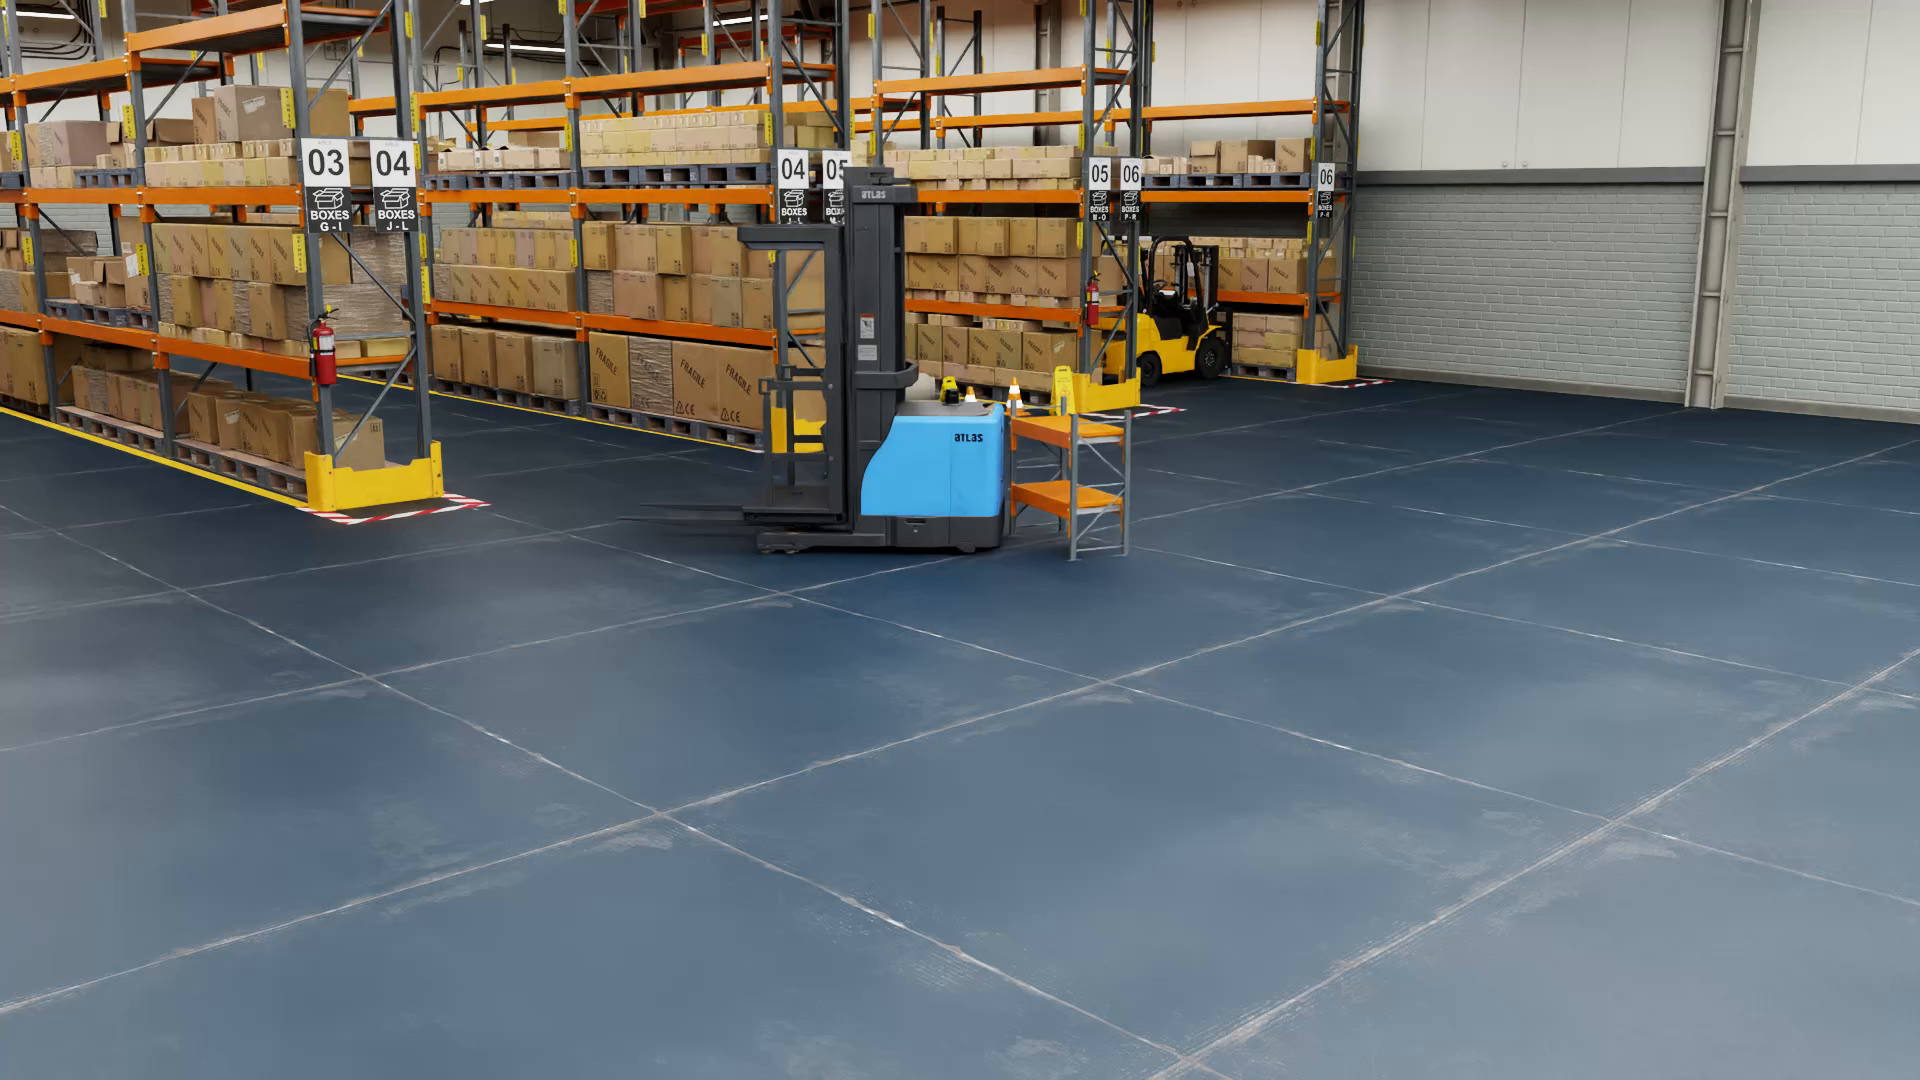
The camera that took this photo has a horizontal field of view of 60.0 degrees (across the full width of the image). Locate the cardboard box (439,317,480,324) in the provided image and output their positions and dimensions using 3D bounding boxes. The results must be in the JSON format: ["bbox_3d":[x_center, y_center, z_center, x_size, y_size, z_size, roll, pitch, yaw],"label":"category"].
[{"bbox_3d":[-7.409,-3.135,24.488,0.500,0.250,0.500,11,16,43],"label":"cardboard box"}]

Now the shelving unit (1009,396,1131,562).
[{"bbox_3d":[0.849,-0.503,13.064,0.538,1.125,1.048,-5,13,-24],"label":"shelving unit"}]

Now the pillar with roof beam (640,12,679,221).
[{"bbox_3d":[-9.859,-9.073,35.150,9.100,9.000,0.548,-11,16,-43],"label":"pillar with roof beam"}]

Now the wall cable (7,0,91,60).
[{"bbox_3d":[-17.702,-9.962,31.492,2.277,5.999,0.120,-11,16,-43],"label":"wall cable"}]

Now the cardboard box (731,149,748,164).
[{"bbox_3d":[-2.232,-4.123,17.890,0.380,0.149,0.250,-11,16,-42],"label":"cardboard box"}]

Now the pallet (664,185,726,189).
[{"bbox_3d":[-4.081,-5.819,27.258,1.213,0.211,1.003,-10,15,-40],"label":"pallet"}]

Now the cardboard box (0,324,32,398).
[{"bbox_3d":[-11.837,-2.375,21.730,1.225,0.875,0.875,-11,16,-42],"label":"cardboard box"}]

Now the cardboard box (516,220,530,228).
[{"bbox_3d":[-7.929,-5.731,31.071,0.500,0.500,0.500,-11,16,-42],"label":"cardboard box"}]

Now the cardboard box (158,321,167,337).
[{"bbox_3d":[-8.072,-2.195,17.254,0.380,0.149,0.250,-11,16,-43],"label":"cardboard box"}]

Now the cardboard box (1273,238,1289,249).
[{"bbox_3d":[4.922,-4.448,24.973,0.380,0.149,0.250,-11,16,-42],"label":"cardboard box"}]

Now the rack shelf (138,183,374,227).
[{"bbox_3d":[-6.622,-3.216,15.938,1.077,0.370,4.000,-11,16,-43],"label":"rack shelf"}]

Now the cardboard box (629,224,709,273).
[{"bbox_3d":[-3.379,-3.449,19.673,0.875,0.550,0.550,-11,16,-43],"label":"cardboard box"}]

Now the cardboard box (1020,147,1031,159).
[{"bbox_3d":[1.002,-5.055,21.728,0.380,0.149,0.250,-11,16,-42],"label":"cardboard box"}]

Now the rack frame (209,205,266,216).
[{"bbox_3d":[-12.633,-4.819,29.368,1.000,3.000,0.127,-11,16,-43],"label":"rack frame"}]

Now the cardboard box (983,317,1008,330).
[{"bbox_3d":[0.531,-2.933,22.522,0.380,0.149,0.250,-10,15,-40],"label":"cardboard box"}]

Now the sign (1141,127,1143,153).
[{"bbox_3d":[2.319,-5.161,21.430,0.100,0.325,0.005,-11,16,-43],"label":"sign"}]

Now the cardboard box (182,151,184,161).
[{"bbox_3d":[-7.395,-3.790,16.324,0.380,0.149,0.250,-10,15,-41],"label":"cardboard box"}]

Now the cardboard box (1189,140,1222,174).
[{"bbox_3d":[4.021,-5.940,25.831,0.797,0.503,0.637,-10,15,-41],"label":"cardboard box"}]

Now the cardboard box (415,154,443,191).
[{"bbox_3d":[-7.686,-5.218,23.621,0.500,0.500,0.500,-11,16,-43],"label":"cardboard box"}]

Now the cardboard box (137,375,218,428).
[{"bbox_3d":[-8.727,-1.547,18.593,0.700,0.500,0.500,-11,16,-43],"label":"cardboard box"}]

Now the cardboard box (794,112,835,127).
[{"bbox_3d":[-1.584,-4.568,18.076,0.380,0.149,0.250,-11,16,-42],"label":"cardboard box"}]

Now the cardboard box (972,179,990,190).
[{"bbox_3d":[0.385,-4.766,22.298,0.380,0.149,0.250,-11,16,-43],"label":"cardboard box"}]

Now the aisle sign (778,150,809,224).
[{"bbox_3d":[-1.752,-3.705,17.519,0.394,0.787,0.004,-11,16,-43],"label":"aisle sign"}]

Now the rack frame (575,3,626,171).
[{"bbox_3d":[-6.360,-7.878,29.349,1.000,3.000,0.127,-11,16,-43],"label":"rack frame"}]

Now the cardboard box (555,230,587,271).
[{"bbox_3d":[-4.693,-3.678,21.105,0.700,0.500,0.500,-11,16,-44],"label":"cardboard box"}]

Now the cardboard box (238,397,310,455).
[{"bbox_3d":[-6.869,-1.147,16.697,0.500,0.500,0.500,10,15,40],"label":"cardboard box"}]

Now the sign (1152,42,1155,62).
[{"bbox_3d":[3.170,-8.012,27.290,0.100,0.325,0.005,-11,16,-43],"label":"sign"}]

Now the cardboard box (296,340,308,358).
[{"bbox_3d":[-5.759,-1.734,15.016,0.380,0.149,0.250,-11,16,-43],"label":"cardboard box"}]

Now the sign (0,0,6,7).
[{"bbox_3d":[-11.164,-6.371,19.325,0.100,0.325,0.005,-11,16,-43],"label":"sign"}]

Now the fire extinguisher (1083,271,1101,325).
[{"bbox_3d":[1.673,-3.070,21.069,0.296,0.674,0.183,-11,16,-43],"label":"fire extinguisher"}]

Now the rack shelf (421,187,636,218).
[{"bbox_3d":[-5.727,-4.476,22.055,1.077,0.370,4.000,-11,16,-43],"label":"rack shelf"}]

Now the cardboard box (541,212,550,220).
[{"bbox_3d":[-7.459,-5.954,30.545,0.380,0.149,0.250,-11,16,-43],"label":"cardboard box"}]

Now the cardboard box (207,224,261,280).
[{"bbox_3d":[-6.832,-2.757,15.899,0.500,0.500,0.500,-11,16,-43],"label":"cardboard box"}]

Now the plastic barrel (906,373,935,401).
[{"bbox_3d":[-0.595,-2.017,22.153,0.512,0.421,0.421,-1,12,-4],"label":"plastic barrel"}]

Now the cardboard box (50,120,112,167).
[{"bbox_3d":[-9.927,-4.487,18.835,0.500,0.500,0.500,11,16,44],"label":"cardboard box"}]

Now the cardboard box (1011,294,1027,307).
[{"bbox_3d":[0.897,-3.185,22.062,0.380,0.149,0.250,-11,16,-42],"label":"cardboard box"}]

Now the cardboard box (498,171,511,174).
[{"bbox_3d":[-8.538,-6.933,31.532,0.380,0.149,0.250,-10,15,-41],"label":"cardboard box"}]

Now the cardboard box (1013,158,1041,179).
[{"bbox_3d":[1.042,-4.842,21.683,0.500,0.250,0.500,-11,16,-43],"label":"cardboard box"}]

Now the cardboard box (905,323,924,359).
[{"bbox_3d":[-0.623,-2.875,23.846,0.500,0.500,0.500,-10,15,-40],"label":"cardboard box"}]

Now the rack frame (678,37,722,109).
[{"bbox_3d":[-5.535,-9.154,35.543,1.000,3.000,0.127,-11,16,-43],"label":"rack frame"}]

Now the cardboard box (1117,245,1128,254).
[{"bbox_3d":[2.782,-4.748,27.168,0.380,0.149,0.250,-11,16,-43],"label":"cardboard box"}]

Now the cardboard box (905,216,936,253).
[{"bbox_3d":[-0.352,-4.285,23.312,0.700,0.500,0.500,-11,16,-42],"label":"cardboard box"}]

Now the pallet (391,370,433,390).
[{"bbox_3d":[-7.647,-2.400,24.537,1.003,0.211,1.213,-11,16,-43],"label":"pallet"}]

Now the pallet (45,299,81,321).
[{"bbox_3d":[-10.196,-2.792,20.005,1.213,0.211,1.003,-11,16,-43],"label":"pallet"}]

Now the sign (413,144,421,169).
[{"bbox_3d":[-7.502,-5.299,22.981,0.100,0.325,0.005,-11,16,-43],"label":"sign"}]

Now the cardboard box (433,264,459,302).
[{"bbox_3d":[-6.993,-3.597,23.191,0.500,0.500,0.500,-11,16,-42],"label":"cardboard box"}]

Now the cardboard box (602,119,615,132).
[{"bbox_3d":[-3.989,-4.884,19.610,0.380,0.149,0.250,-11,16,-43],"label":"cardboard box"}]

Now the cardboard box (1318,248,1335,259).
[{"bbox_3d":[5.468,-4.333,25.154,0.250,0.149,0.380,11,16,44],"label":"cardboard box"}]

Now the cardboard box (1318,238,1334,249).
[{"bbox_3d":[5.437,-4.472,25.091,0.380,0.149,0.250,-11,16,-44],"label":"cardboard box"}]

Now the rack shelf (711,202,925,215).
[{"bbox_3d":[-2.217,-5.181,25.474,1.077,0.370,4.000,-11,16,-43],"label":"rack shelf"}]

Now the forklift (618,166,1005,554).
[{"bbox_3d":[-1.174,-1.434,13.110,3.031,2.935,1.130,1,12,4],"label":"forklift"}]
